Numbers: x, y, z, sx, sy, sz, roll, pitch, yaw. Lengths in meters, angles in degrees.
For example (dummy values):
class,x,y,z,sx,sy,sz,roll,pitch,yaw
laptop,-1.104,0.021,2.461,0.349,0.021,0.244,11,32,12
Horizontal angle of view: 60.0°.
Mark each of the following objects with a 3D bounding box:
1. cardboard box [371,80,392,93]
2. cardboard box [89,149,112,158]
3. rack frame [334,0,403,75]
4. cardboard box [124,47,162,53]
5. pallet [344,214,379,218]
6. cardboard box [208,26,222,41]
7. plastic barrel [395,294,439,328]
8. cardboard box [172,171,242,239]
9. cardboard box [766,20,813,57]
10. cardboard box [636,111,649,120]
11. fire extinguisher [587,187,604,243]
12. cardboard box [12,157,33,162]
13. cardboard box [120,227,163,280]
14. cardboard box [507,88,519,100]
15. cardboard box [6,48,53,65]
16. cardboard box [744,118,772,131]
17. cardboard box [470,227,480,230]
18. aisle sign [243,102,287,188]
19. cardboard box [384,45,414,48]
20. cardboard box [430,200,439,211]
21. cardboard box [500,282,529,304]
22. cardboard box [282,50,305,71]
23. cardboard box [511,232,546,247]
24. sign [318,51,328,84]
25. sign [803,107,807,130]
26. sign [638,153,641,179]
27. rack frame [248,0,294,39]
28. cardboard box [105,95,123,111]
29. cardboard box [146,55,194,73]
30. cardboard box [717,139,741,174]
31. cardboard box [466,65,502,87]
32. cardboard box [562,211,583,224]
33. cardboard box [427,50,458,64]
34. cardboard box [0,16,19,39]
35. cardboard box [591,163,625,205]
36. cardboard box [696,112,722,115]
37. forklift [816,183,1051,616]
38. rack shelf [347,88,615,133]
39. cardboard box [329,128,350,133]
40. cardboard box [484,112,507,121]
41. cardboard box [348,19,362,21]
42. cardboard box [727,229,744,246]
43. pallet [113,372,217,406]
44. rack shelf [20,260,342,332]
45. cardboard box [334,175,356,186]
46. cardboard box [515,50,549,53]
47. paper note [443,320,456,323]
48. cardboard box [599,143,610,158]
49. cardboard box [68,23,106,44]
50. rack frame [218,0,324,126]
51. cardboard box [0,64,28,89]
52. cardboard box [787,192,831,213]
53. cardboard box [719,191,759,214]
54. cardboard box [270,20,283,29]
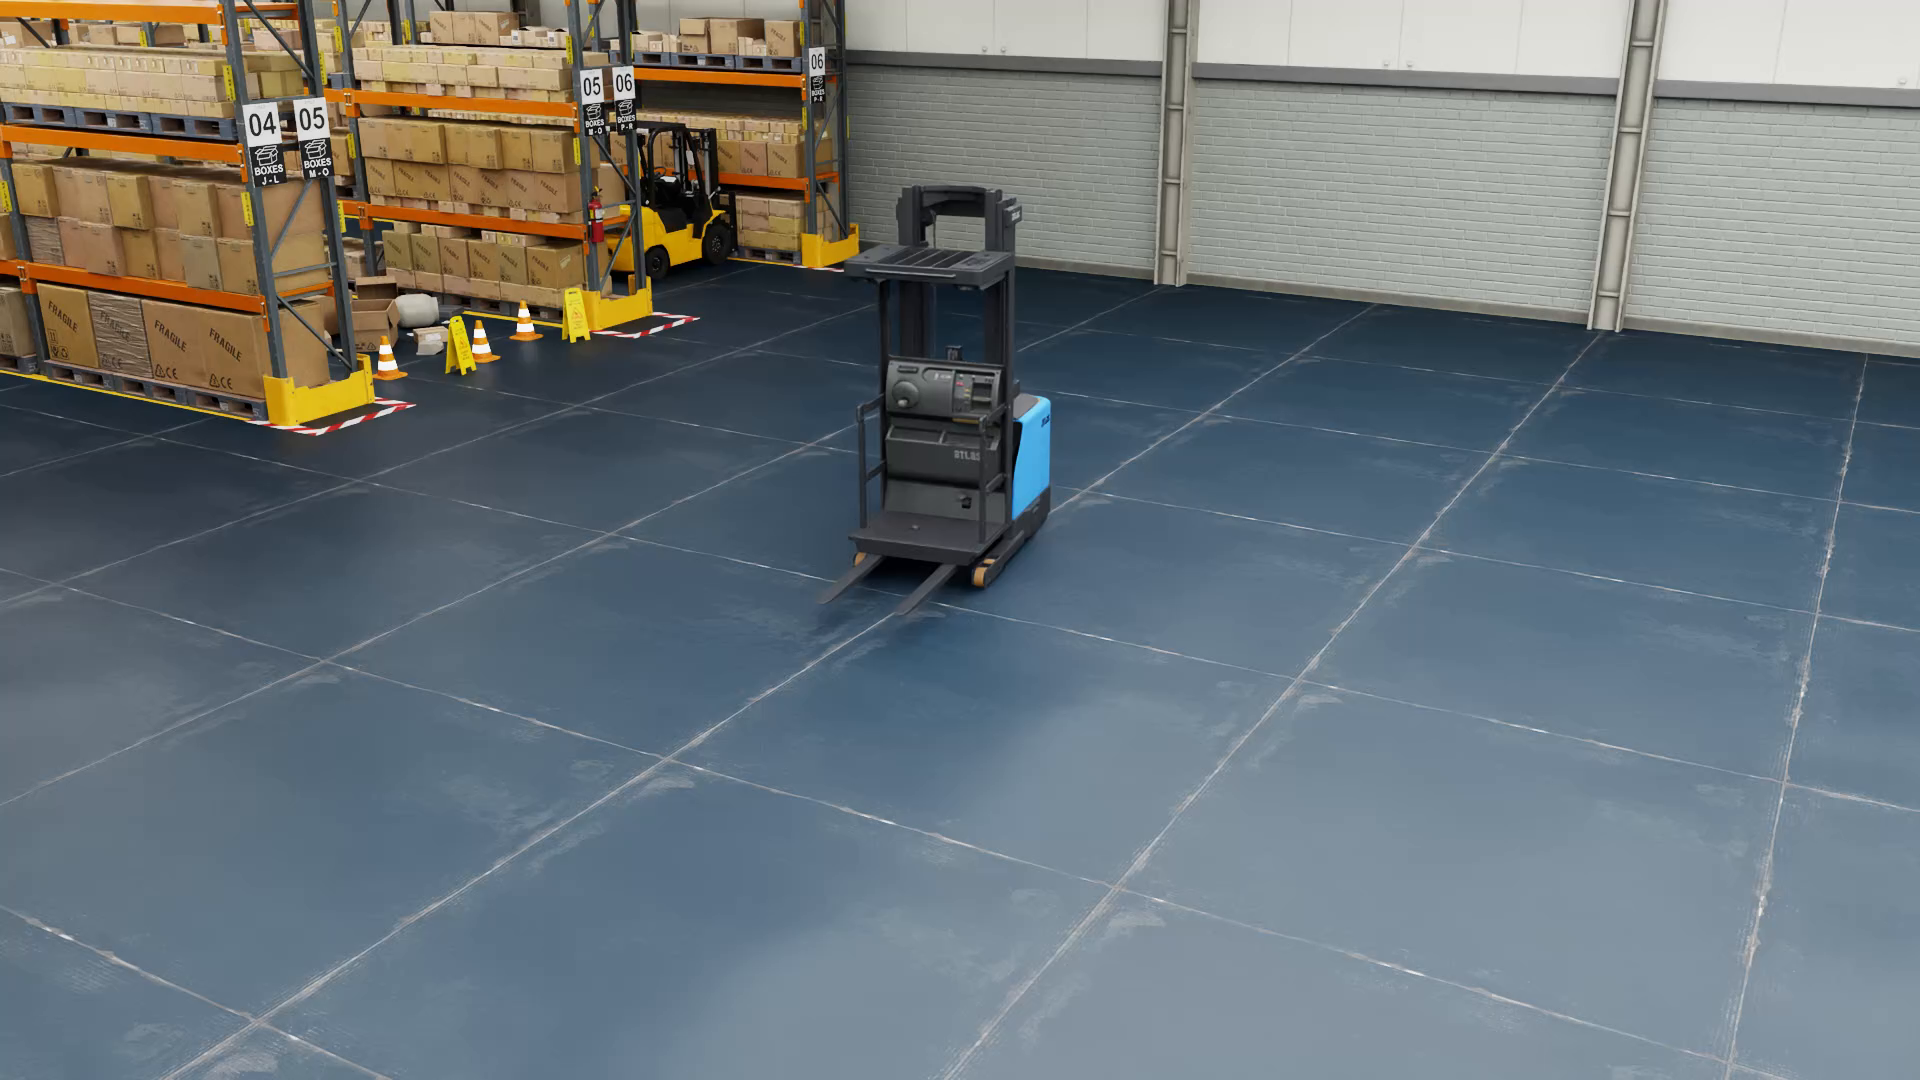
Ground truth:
class,x,y,z,sx,sy,sz,roll,pitch,yaw
cardboard box,-7.577,-6.036,22.076,0.250,0.149,0.380,11,23,27
cardboard box,-12.875,-5.928,25.295,0.500,0.250,0.500,10,22,26
rack frame,-7.930,-7.750,22.034,0.127,3.000,1.000,11,23,27
cardboard box,-8.680,-5.175,17.770,0.250,0.149,0.380,10,22,27
pallet,-10.699,-6.101,30.376,1.213,0.211,1.003,11,23,27
cardboard box,-13.499,-9.307,30.509,0.500,0.250,0.500,10,22,25
plastic barrel,-6.979,-2.946,21.367,0.512,0.421,0.421,-7,21,-20
cardboard box,-7.594,-3.490,17.283,0.550,0.550,0.875,11,23,27
cardboard box,-2.526,-7.446,24.685,0.500,0.500,0.500,12,23,29
cardboard box,-5.098,-6.747,26.533,0.250,0.149,0.380,11,23,28
fire extinguisher,-4.563,-4.072,20.806,0.183,0.674,0.296,11,23,27
cardboard box,-11.142,-4.122,19.218,0.500,0.500,0.700,10,22,26
cardboard box,-8.511,-3.184,18.025,0.500,0.550,0.875,11,23,27
cardboard box,-5.523,-5.681,21.097,0.250,0.149,0.380,11,23,28
cardboard box,-9.880,-5.147,17.693,0.250,0.149,0.380,11,22,27
cardboard box,-3.089,-6.362,25.472,0.250,0.149,0.380,11,23,28
cardboard box,-6.838,-4.085,23.044,0.500,0.500,0.500,11,23,28
aisle sign,-6.848,-3.895,16.393,0.004,0.787,0.394,11,23,27
cardboard box,-7.547,-6.609,22.487,0.250,0.149,0.380,11,23,28
cardboard box,-6.872,-4.516,22.284,0.250,0.149,0.380,11,23,27
cardboard box,-5.723,-3.312,22.014,0.500,0.250,0.500,11,23,27
cardboard box,-8.950,-6.607,22.885,0.500,0.250,0.500,11,23,28
cardboard box,-5.618,-3.924,21.649,0.250,0.149,0.380,12,23,29
sign,-6.488,-4.797,16.893,0.005,0.325,0.100,11,23,27
sign,-2.297,-6.240,24.622,0.005,0.325,0.100,11,23,27
sign,-4.173,-4.833,21.521,0.005,0.325,0.100,11,23,27
rack frame,-12.497,-10.559,29.777,0.127,3.000,1.000,11,23,27
cardboard box,-8.550,-4.519,17.131,0.250,0.149,0.380,11,23,28
cardboard box,-7.891,-4.768,16.648,0.250,0.149,0.380,11,23,28
cardboard box,-3.474,-5.968,25.772,0.500,0.500,0.500,10,22,26
cardboard box,-5.910,-5.918,21.166,0.500,0.250,0.500,12,23,29
cardboard box,-4.869,-4.145,21.262,0.250,0.149,0.380,12,23,29
cardboard box,-6.650,-6.247,21.488,0.250,0.149,0.380,10,22,26
cardboard box,-15.325,-8.122,26.550,0.500,0.500,0.500,11,23,28
cardboard box,-4.716,-4.613,21.600,0.500,0.500,0.500,10,22,26
cardboard box,-3.984,-6.714,26.442,0.250,0.149,0.380,11,22,27
forklift,-0.203,-1.163,12.774,1.130,2.935,3.031,7,21,19
rack shelf,-6.184,-5.669,21.752,4.000,0.370,1.077,11,23,27
cardboard box,-8.637,-5.561,23.597,0.500,0.500,0.500,11,23,27
cardboard box,-7.738,-7.073,27.868,0.250,0.149,0.380,11,23,28
cardboard box,-10.820,-9.151,29.465,0.250,0.149,0.380,11,23,29
cardboard box,-3.447,-4.803,26.125,0.500,0.250,0.500,11,23,28
pallet,-8.561,-1.776,18.453,1.213,0.211,1.003,11,23,27
rack shelf,-8.510,-2.769,18.154,4.000,0.370,1.077,11,23,27
cardboard box,-8.514,-5.013,23.038,0.250,0.149,0.380,11,23,28
cardboard box,-5.510,-6.225,21.428,0.250,0.149,0.380,11,23,27
paper note,-6.659,-2.849,21.674,0.148,0.019,0.142,3,20,9
cardboard box,-6.080,-6.344,27.175,0.500,0.250,0.500,11,23,29
cardboard box,-13.102,-7.456,24.861,0.500,0.500,0.500,11,23,28
rack frame,-6.764,-5.595,16.092,0.127,3.000,1.000,11,23,27
cardboard box,-9.965,-4.999,17.869,0.500,0.250,0.500,11,23,28
cardboard box,-2.348,-5.254,25.901,0.500,0.250,0.500,10,22,26
cardboard box,-3.469,-5.266,25.933,0.500,0.250,0.500,11,23,28
cardboard box,-11.981,-9.157,29.480,0.250,0.149,0.380,10,22,26
